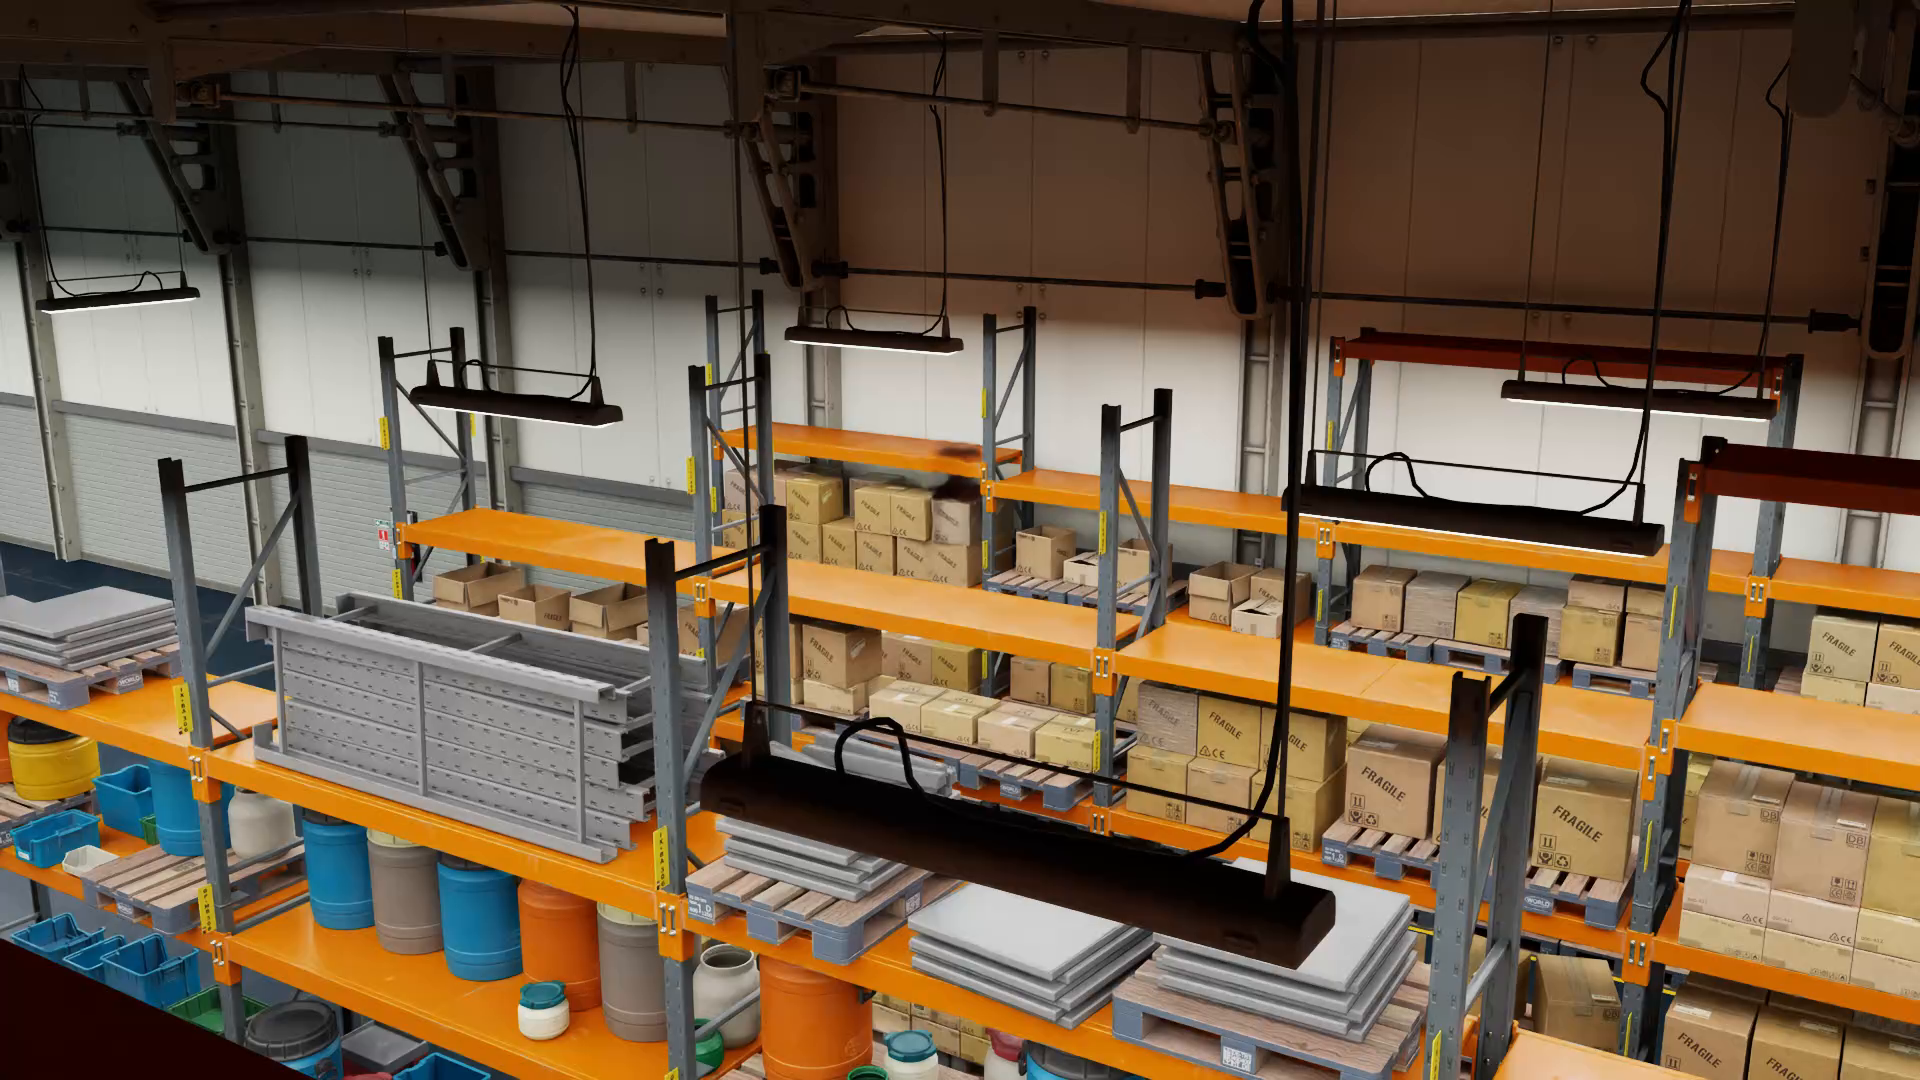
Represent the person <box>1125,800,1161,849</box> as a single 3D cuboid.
[{"bbox_3d":[1.971,3.006,17.577,0.424,1.751,0.589,-10,17,-35],"label":"person"}]
